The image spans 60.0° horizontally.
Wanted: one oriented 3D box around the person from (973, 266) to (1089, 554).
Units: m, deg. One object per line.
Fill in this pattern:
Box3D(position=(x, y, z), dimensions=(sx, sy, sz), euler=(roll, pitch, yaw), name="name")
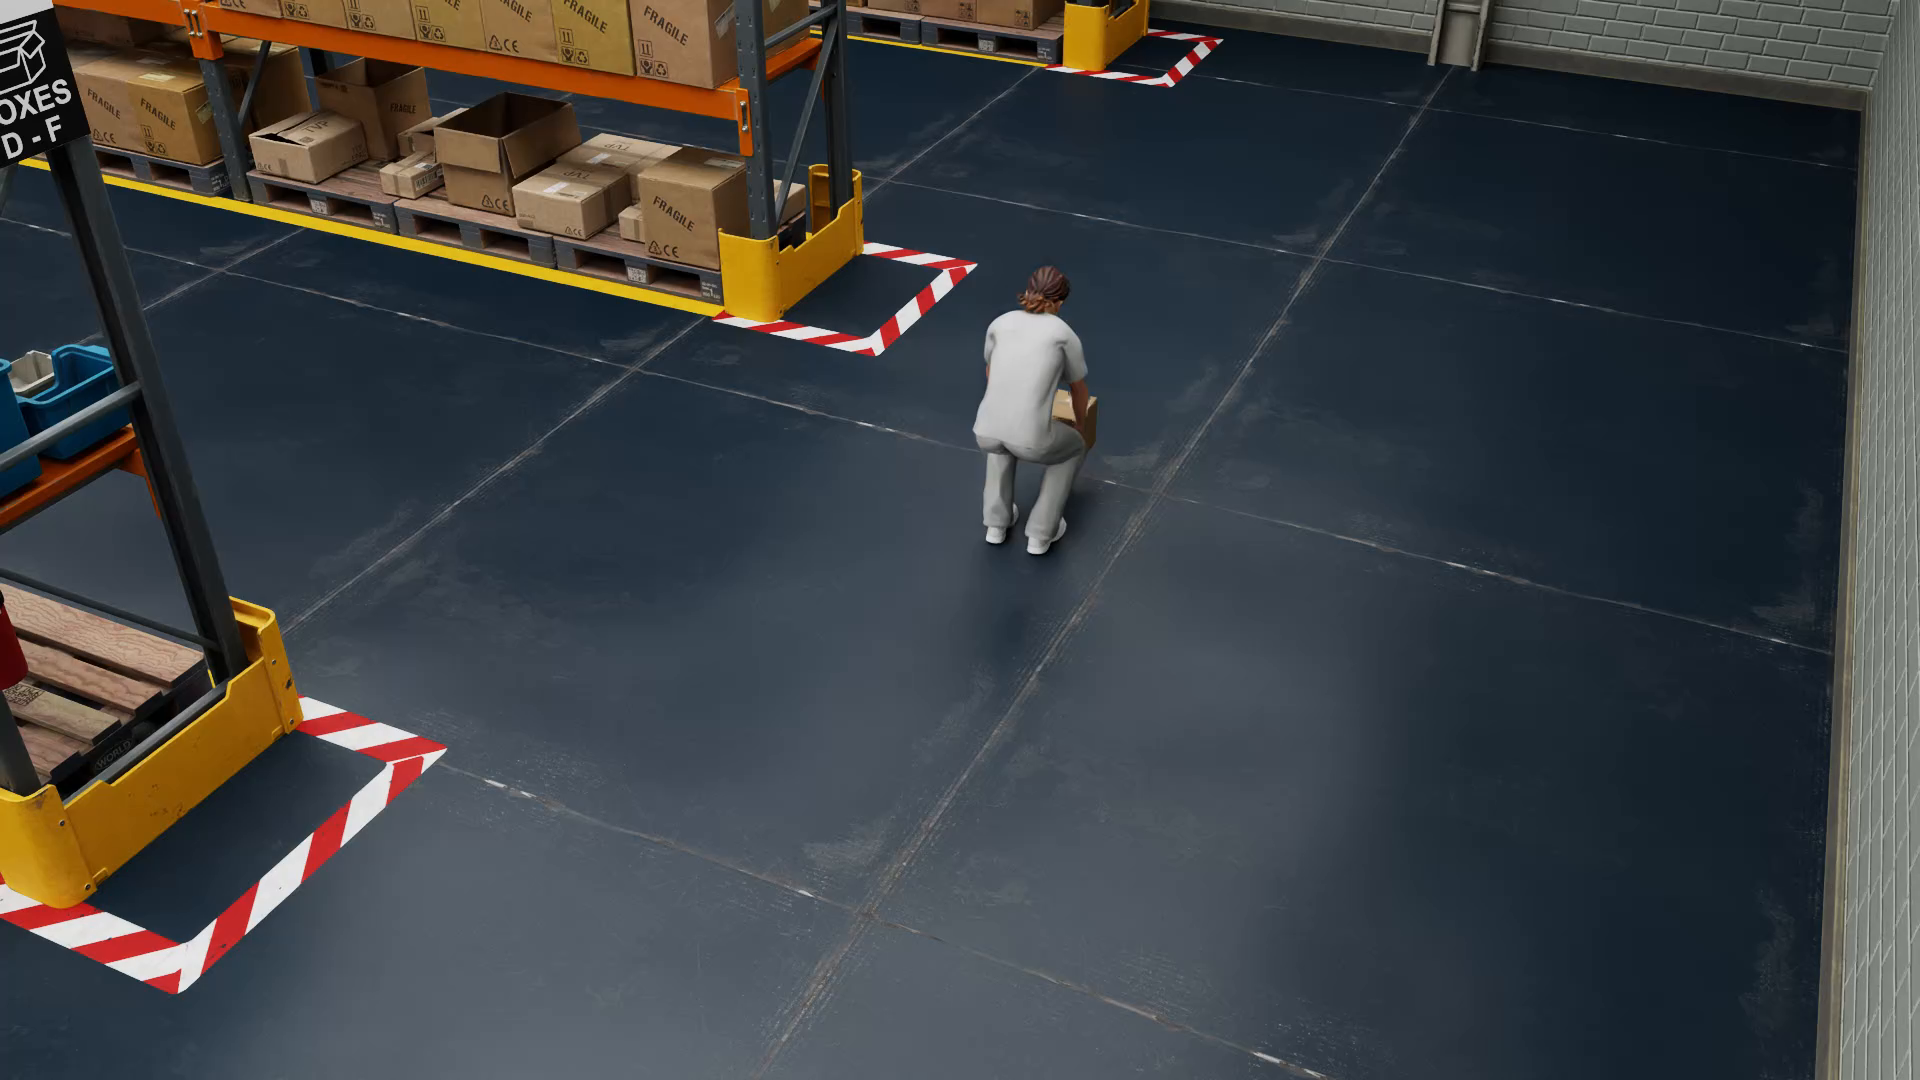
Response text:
Box3D(position=(0.294, -0.558, 7.429), dimensions=(0.496, 1.175, 0.725), euler=(14, 36, 20), name="person")
